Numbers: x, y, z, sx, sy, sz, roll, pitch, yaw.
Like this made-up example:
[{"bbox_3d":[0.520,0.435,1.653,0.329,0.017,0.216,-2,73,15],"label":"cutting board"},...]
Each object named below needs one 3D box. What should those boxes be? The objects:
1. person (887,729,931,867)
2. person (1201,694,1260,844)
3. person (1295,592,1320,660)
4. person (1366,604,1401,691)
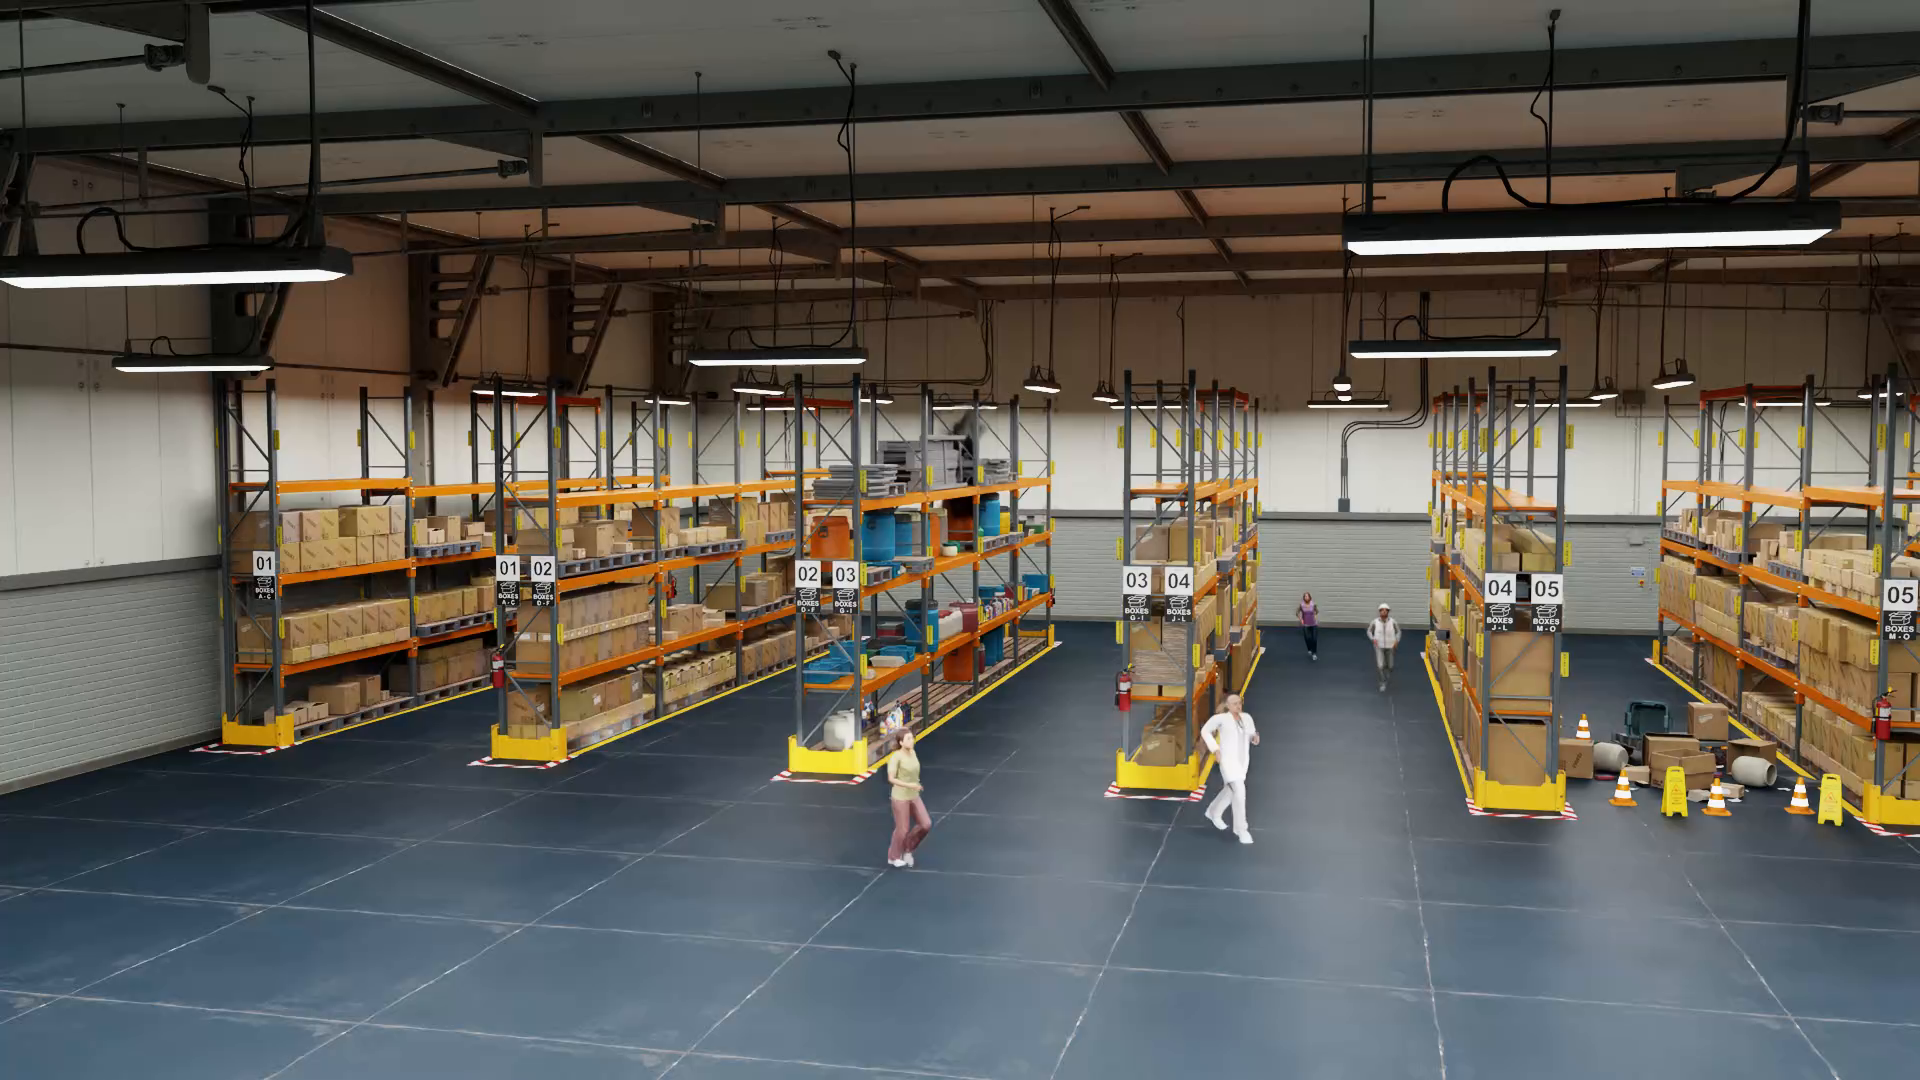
[{"bbox_3d":[-0.601,3.009,19.354,0.604,1.642,0.596,3,5,42],"label":"person"},{"bbox_3d":[3.454,2.854,21.030,0.674,1.836,0.914,-2,4,-34],"label":"person"},{"bbox_3d":[7.928,1.961,37.861,0.551,1.551,0.537,0,3,6],"label":"person"},{"bbox_3d":[8.528,2.146,33.456,0.688,1.733,0.624,1,3,8],"label":"person"}]
